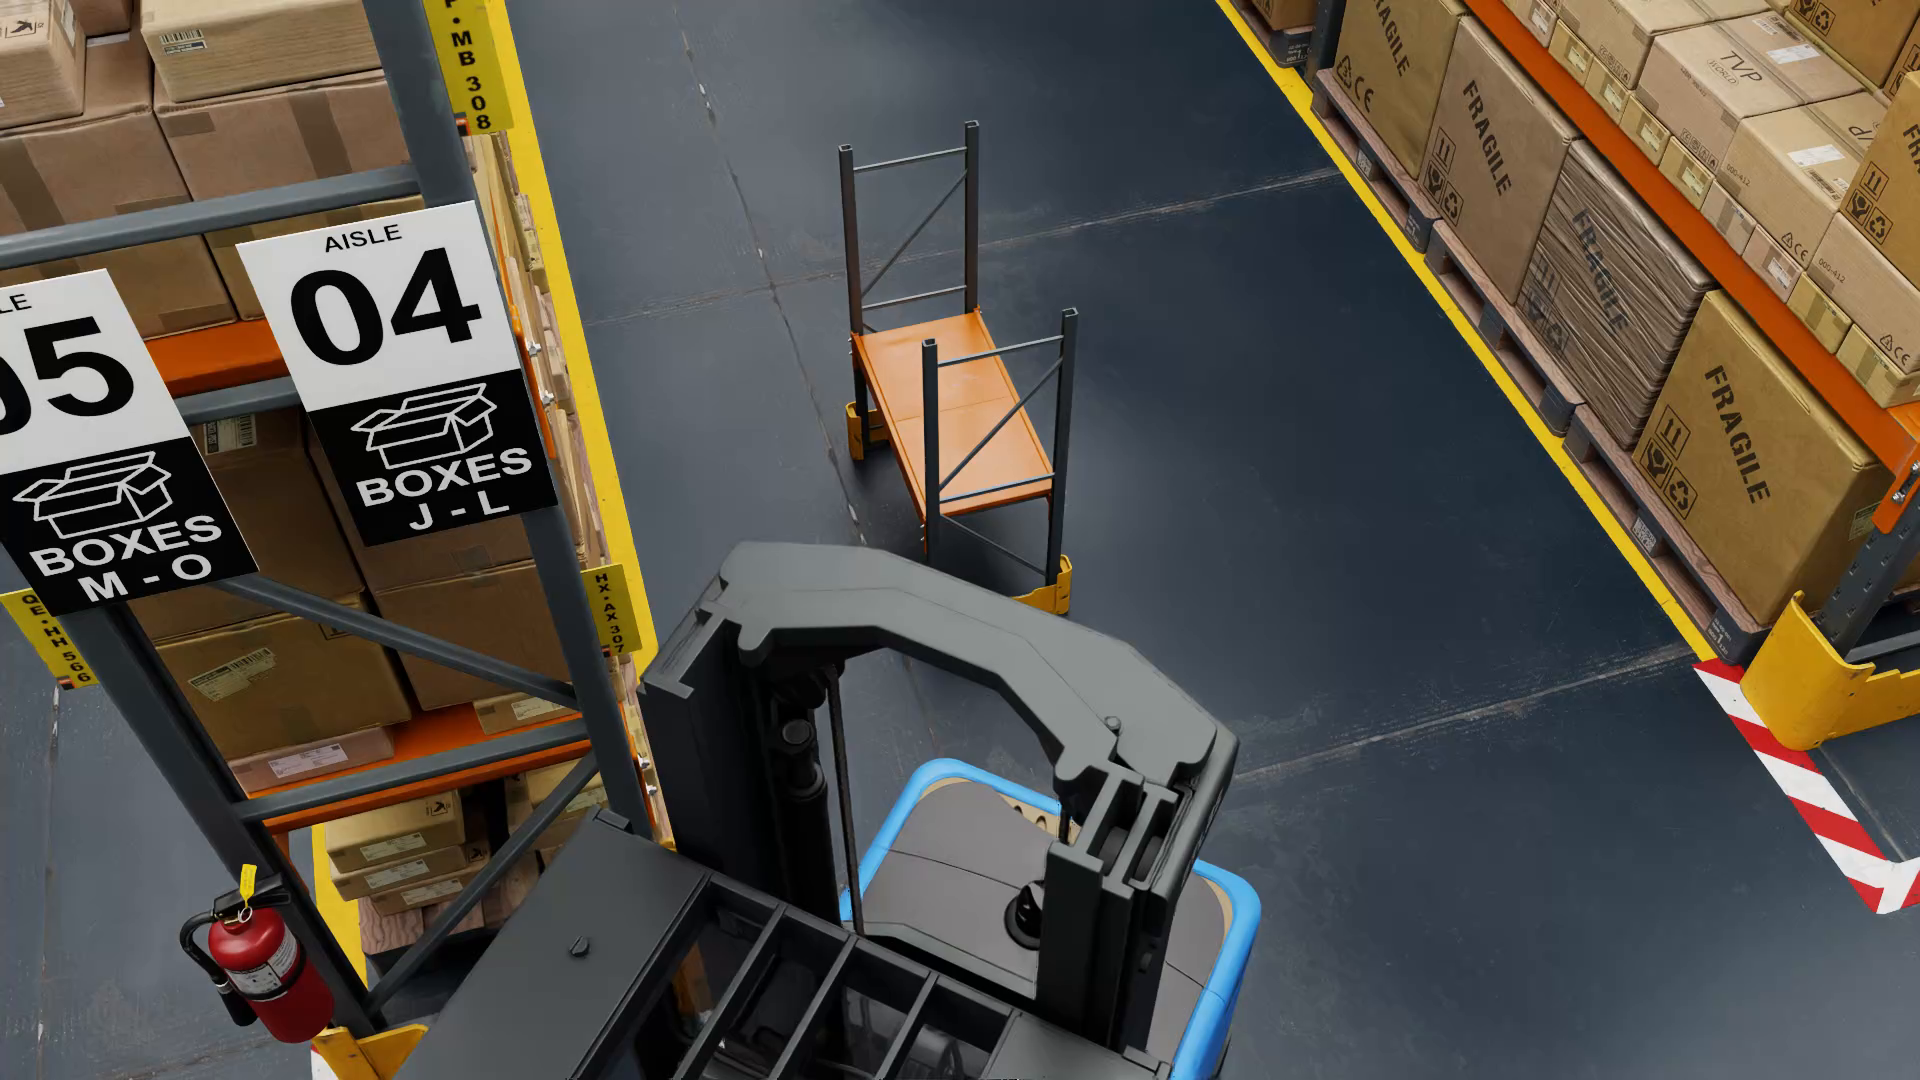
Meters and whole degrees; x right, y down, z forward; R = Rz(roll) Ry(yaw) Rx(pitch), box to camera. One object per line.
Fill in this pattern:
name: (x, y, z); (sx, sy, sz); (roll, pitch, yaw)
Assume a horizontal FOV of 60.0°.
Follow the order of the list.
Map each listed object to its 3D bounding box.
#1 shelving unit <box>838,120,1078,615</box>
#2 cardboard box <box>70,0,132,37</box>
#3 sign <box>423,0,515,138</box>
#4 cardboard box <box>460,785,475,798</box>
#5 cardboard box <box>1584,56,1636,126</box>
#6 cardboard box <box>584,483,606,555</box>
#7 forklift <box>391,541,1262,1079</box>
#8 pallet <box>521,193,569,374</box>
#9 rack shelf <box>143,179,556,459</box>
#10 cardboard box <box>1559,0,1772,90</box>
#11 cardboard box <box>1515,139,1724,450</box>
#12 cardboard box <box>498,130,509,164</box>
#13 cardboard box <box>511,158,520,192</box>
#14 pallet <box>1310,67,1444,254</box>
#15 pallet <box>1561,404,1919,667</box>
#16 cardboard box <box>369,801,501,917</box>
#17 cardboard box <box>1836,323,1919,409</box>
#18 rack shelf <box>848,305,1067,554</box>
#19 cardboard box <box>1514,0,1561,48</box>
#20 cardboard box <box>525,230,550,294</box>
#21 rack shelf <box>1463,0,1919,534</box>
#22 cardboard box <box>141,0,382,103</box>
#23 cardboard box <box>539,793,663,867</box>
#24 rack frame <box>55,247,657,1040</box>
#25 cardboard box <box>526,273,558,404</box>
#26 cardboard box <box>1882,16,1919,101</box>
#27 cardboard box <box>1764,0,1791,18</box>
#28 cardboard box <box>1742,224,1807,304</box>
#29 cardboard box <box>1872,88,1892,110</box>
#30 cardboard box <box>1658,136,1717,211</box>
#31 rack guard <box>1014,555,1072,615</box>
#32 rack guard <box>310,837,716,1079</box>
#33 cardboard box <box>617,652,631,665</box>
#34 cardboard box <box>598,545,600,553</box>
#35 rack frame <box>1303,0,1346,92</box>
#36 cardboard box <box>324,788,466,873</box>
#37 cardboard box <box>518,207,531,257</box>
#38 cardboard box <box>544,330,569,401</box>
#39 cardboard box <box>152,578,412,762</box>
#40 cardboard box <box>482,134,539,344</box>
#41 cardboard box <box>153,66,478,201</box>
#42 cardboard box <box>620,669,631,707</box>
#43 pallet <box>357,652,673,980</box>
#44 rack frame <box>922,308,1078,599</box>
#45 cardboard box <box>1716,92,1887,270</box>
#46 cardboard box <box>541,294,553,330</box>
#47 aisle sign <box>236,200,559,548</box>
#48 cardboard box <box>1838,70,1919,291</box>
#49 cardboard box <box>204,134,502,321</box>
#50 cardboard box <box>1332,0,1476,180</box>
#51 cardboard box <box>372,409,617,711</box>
shelving unit: (-0.023, -0.539, 6.013); (0.587, 1.500, 1.083); (-13, 51, -11)
cardboard box: (-1.709, -1.013, 2.980); (0.380, 0.149, 0.250); (-13, 51, -10)
sign: (-0.812, -0.802, 2.720); (0.100, 0.325, 0.005); (-13, 51, -11)
cardboard box: (-1.784, 0.733, 5.355); (0.380, 0.149, 0.250); (-14, 51, -12)
cardboard box: (2.566, -1.700, 6.175); (0.380, 0.149, 0.250); (-12, 51, -10)
cardboard box: (-1.543, -0.033, 6.195); (0.380, 0.149, 0.250); (-16, 52, -13)
forklift: (-0.289, 1.511, 3.349); (1.130, 2.935, 3.031); (20, 53, 16)
pallet: (-2.280, -0.971, 7.220); (1.003, 0.211, 1.213); (-13, 51, -11)
rack shelf: (-1.921, -1.626, 4.458); (1.077, 0.370, 4.000); (-13, 51, -11)
cardboard box: (2.583, -1.942, 6.118); (0.500, 0.250, 0.500); (-13, 51, -11)
cardboard box: (2.903, -1.043, 6.572); (0.875, 0.875, 0.875); (-13, 51, -11)
cardboard box: (-1.651, -1.393, 4.838); (0.500, 0.500, 0.500); (-15, 51, -12)
cardboard box: (-2.116, -1.506, 7.243); (0.380, 0.149, 0.250); (-12, 51, -10)
pallet: (2.405, -1.928, 8.027); (1.003, 0.211, 1.213); (-13, 51, -11)
pallet: (3.127, -0.146, 6.525); (1.003, 0.211, 1.213); (-13, 51, -11)
cardboard box: (-1.685, 1.015, 5.312); (0.380, 0.149, 0.250); (-13, 51, -10)
cardboard box: (3.018, -0.583, 5.234); (0.380, 0.149, 0.250); (-12, 51, -10)
rack shelf: (-0.025, -0.430, 6.156); (0.538, 0.185, 1.000); (-13, 51, -11)
cardboard box: (2.409, -2.081, 6.497); (0.380, 0.149, 0.250); (-13, 51, -11)
cardboard box: (-1.928, -1.120, 6.917); (0.380, 0.149, 0.250); (-15, 51, -12)
rack shelf: (2.847, -1.707, 6.488); (1.077, 0.370, 4.000); (-13, 51, -11)
cardboard box: (-1.208, -0.927, 2.908); (0.380, 0.149, 0.250); (-14, 51, -11)
cardboard box: (-1.179, 0.898, 5.411); (0.380, 0.149, 0.250); (-12, 51, -10)
rack frame: (-1.330, 0.569, 4.098); (1.000, 3.000, 0.127); (-13, 51, -11)
cardboard box: (-1.514, -0.695, 4.904); (0.500, 0.500, 0.500); (-13, 51, -10)
cardboard box: (3.406, -1.545, 5.293); (0.500, 0.500, 0.500); (-14, 51, -12)
cardboard box: (3.090, -2.063, 6.221); (0.500, 0.250, 0.500); (-14, 51, -12)
cardboard box: (2.866, -0.957, 5.549); (0.380, 0.149, 0.250); (-13, 51, -11)
cardboard box: (3.394, -1.316, 5.591); (0.500, 0.250, 0.500); (-14, 51, -11)
cardboard box: (2.715, -1.329, 5.862); (0.380, 0.149, 0.250); (-14, 51, -12)
rack guard: (0.125, 0.227, 6.184); (0.587, 0.250, 0.087); (-13, 51, -11)
rack guard: (-1.352, 1.319, 5.100); (1.175, 0.500, 0.348); (-13, 51, -11)
cardboard box: (-1.309, 0.314, 5.514); (0.380, 0.149, 0.250); (-13, 51, -11)
cardboard box: (-1.256, -0.046, 4.781); (0.380, 0.149, 0.250); (-15, 51, -12)
rack frame: (2.255, -3.400, 7.444); (1.000, 3.000, 0.127); (-13, 51, -11)
cardboard box: (-1.728, 0.832, 5.078); (0.380, 0.149, 0.250); (-13, 51, -11)
cardboard box: (-1.965, -1.202, 6.792); (0.380, 0.149, 0.250); (-14, 51, -11)
cardboard box: (-1.703, -0.624, 6.304); (0.380, 0.149, 0.250); (-15, 51, -12)
cardboard box: (-1.709, 0.171, 4.174); (0.500, 0.500, 0.500); (-12, 51, -10)
cardboard box: (-1.364, -0.636, 4.200); (0.500, 0.500, 0.500); (-12, 51, -10)
cardboard box: (-1.214, -0.897, 3.143); (0.500, 0.250, 0.500); (-13, 51, -10)
cardboard box: (-1.267, 0.603, 5.465); (0.380, 0.149, 0.250); (-14, 51, -11)
pallet: (-1.559, 0.811, 5.718); (1.003, 0.211, 1.213); (-13, 51, -11)
rack frame: (0.125, -0.174, 5.706); (0.500, 1.500, 0.032); (-13, 51, -11)
cardboard box: (2.892, -1.191, 5.485); (0.500, 0.250, 0.500); (-14, 51, -12)
cardboard box: (-1.935, -0.972, 6.987); (0.380, 0.149, 0.250); (-15, 51, -12)
aisle sign: (-1.022, -0.283, 3.116); (0.394, 0.787, 0.004); (-13, 51, -11)
cardboard box: (3.043, -1.064, 4.888); (0.500, 0.500, 0.500); (-13, 51, -11)
cardboard box: (-1.218, -0.735, 3.334); (0.500, 0.250, 0.500); (-12, 51, -10)
cardboard box: (2.374, -2.350, 7.674); (0.875, 0.875, 0.875); (-13, 51, -11)
cardboard box: (-1.199, 0.051, 4.275); (0.500, 0.500, 0.500); (-11, 51, -9)
